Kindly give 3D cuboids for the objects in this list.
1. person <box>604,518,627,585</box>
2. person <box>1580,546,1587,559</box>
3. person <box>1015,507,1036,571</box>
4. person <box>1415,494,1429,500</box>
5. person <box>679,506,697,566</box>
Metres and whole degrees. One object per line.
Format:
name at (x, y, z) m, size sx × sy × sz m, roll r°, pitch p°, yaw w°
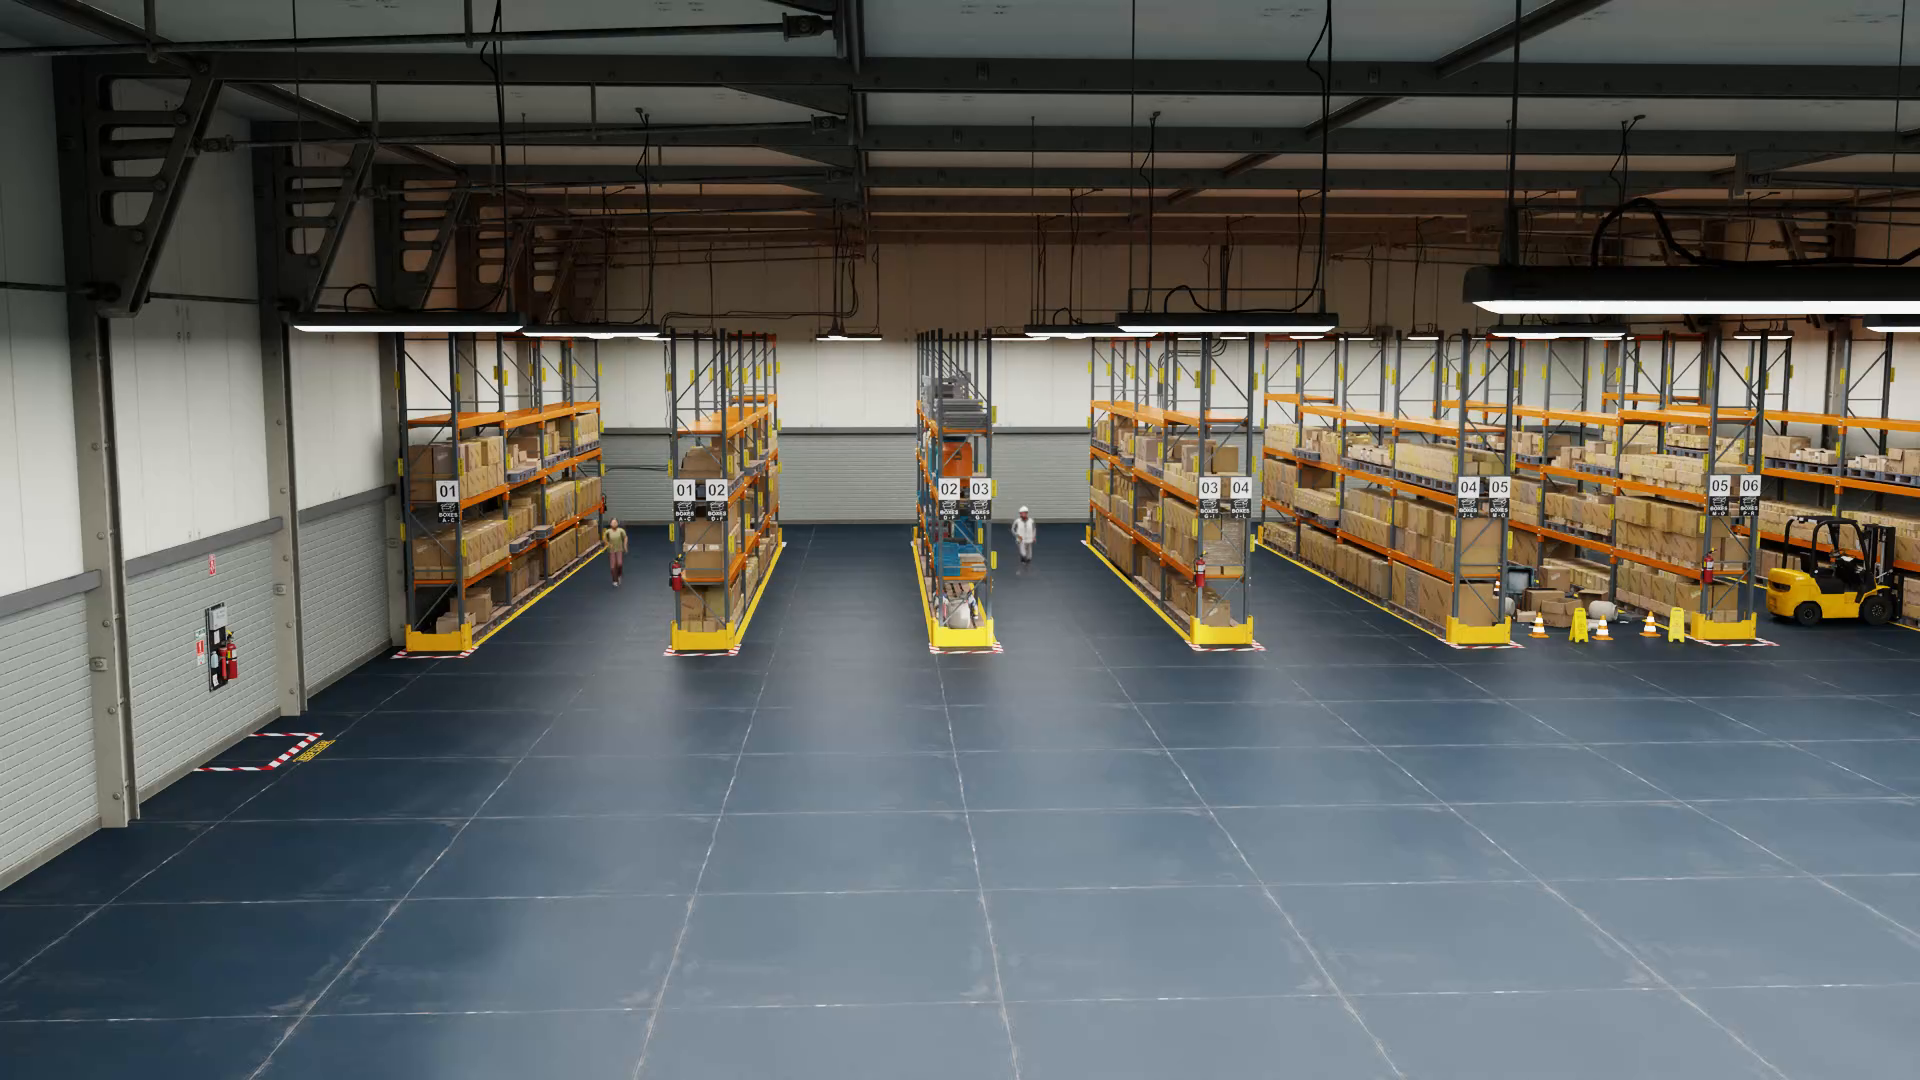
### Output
person at (-8.120, 0.285, 39.221) m, size 0.553 × 1.627 × 0.679 m, roll -1°, pitch 7°, yaw -12°
person at (16.347, -0.313, 44.025) m, size 0.635 × 1.776 × 0.883 m, roll -2°, pitch 7°, yaw -16°
person at (1.616, -0.012, 40.992) m, size 0.528 × 1.626 × 0.630 m, roll -1°, pitch 7°, yaw -11°
person at (14.208, -1.154, 51.151) m, size 0.762 × 1.784 × 0.625 m, roll -3°, pitch 7°, yaw -25°
person at (-7.086, -0.281, 43.356) m, size 0.705 × 1.802 × 1.047 m, roll 0°, pitch 7°, yaw -2°
